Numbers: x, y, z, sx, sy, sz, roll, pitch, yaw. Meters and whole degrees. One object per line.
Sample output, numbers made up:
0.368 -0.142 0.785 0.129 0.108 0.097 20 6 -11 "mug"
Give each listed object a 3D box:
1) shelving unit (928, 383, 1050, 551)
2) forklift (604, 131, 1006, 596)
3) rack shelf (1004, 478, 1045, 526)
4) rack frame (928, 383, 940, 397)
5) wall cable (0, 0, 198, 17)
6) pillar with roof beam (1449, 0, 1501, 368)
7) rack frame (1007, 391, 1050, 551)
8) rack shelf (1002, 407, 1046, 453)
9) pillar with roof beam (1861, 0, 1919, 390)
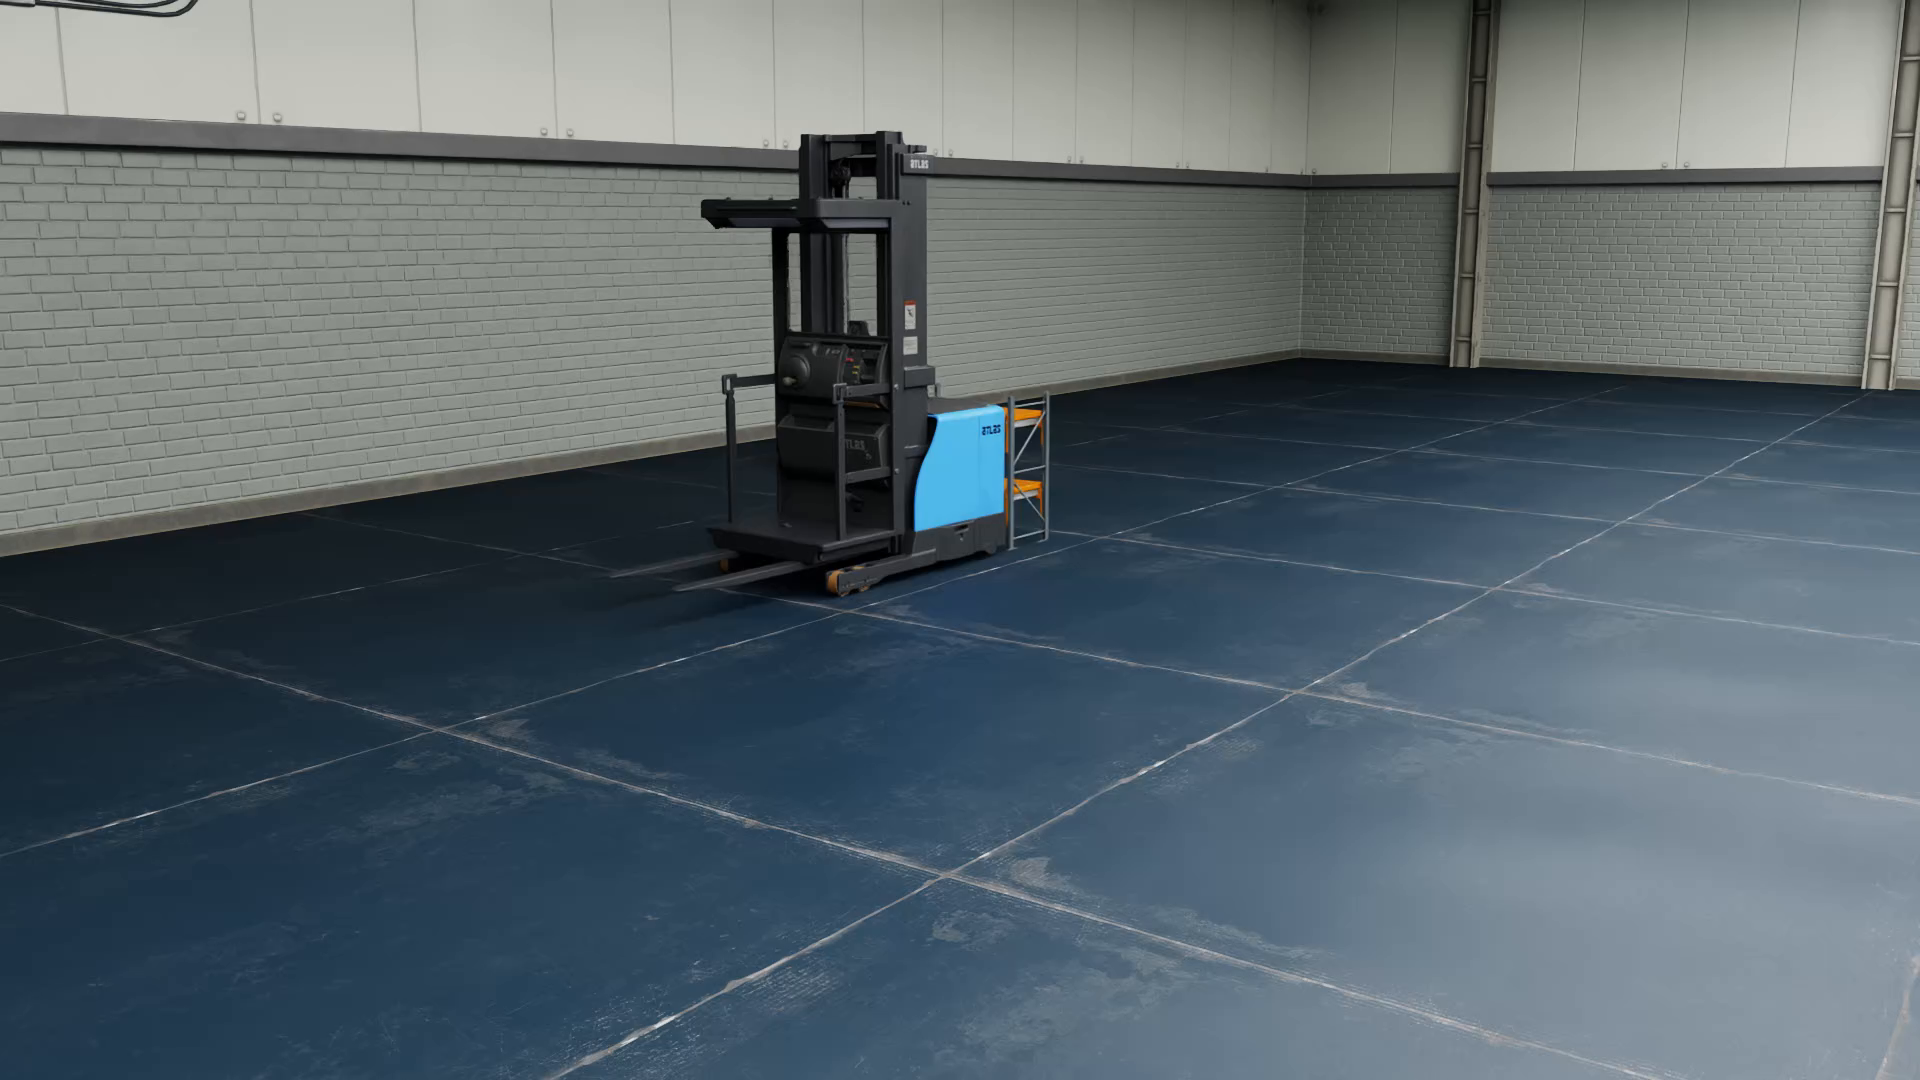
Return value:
0.095 -0.573 12.528 1.048 1.125 0.538 8 14 36 "shelving unit"
-0.982 -1.184 10.932 1.130 2.935 3.031 9 14 38 "forklift"
0.095 -0.332 12.574 1.000 0.278 0.538 8 14 36 "rack shelf"
-0.313 -0.630 12.826 0.032 1.125 0.500 8 14 36 "rack frame"
-6.363 -6.083 11.329 0.169 6.003 2.305 8 13 36 "wall cable"
5.693 -6.592 22.910 0.400 9.000 9.100 8 13 36 "pillar with roof beam"
0.503 -0.515 12.229 0.032 1.125 0.500 8 14 36 "rack frame"
0.095 -0.860 12.472 1.000 0.278 0.538 8 14 36 "rack shelf"
10.529 -5.917 19.424 0.400 9.000 9.100 8 13 36 "pillar with roof beam"
